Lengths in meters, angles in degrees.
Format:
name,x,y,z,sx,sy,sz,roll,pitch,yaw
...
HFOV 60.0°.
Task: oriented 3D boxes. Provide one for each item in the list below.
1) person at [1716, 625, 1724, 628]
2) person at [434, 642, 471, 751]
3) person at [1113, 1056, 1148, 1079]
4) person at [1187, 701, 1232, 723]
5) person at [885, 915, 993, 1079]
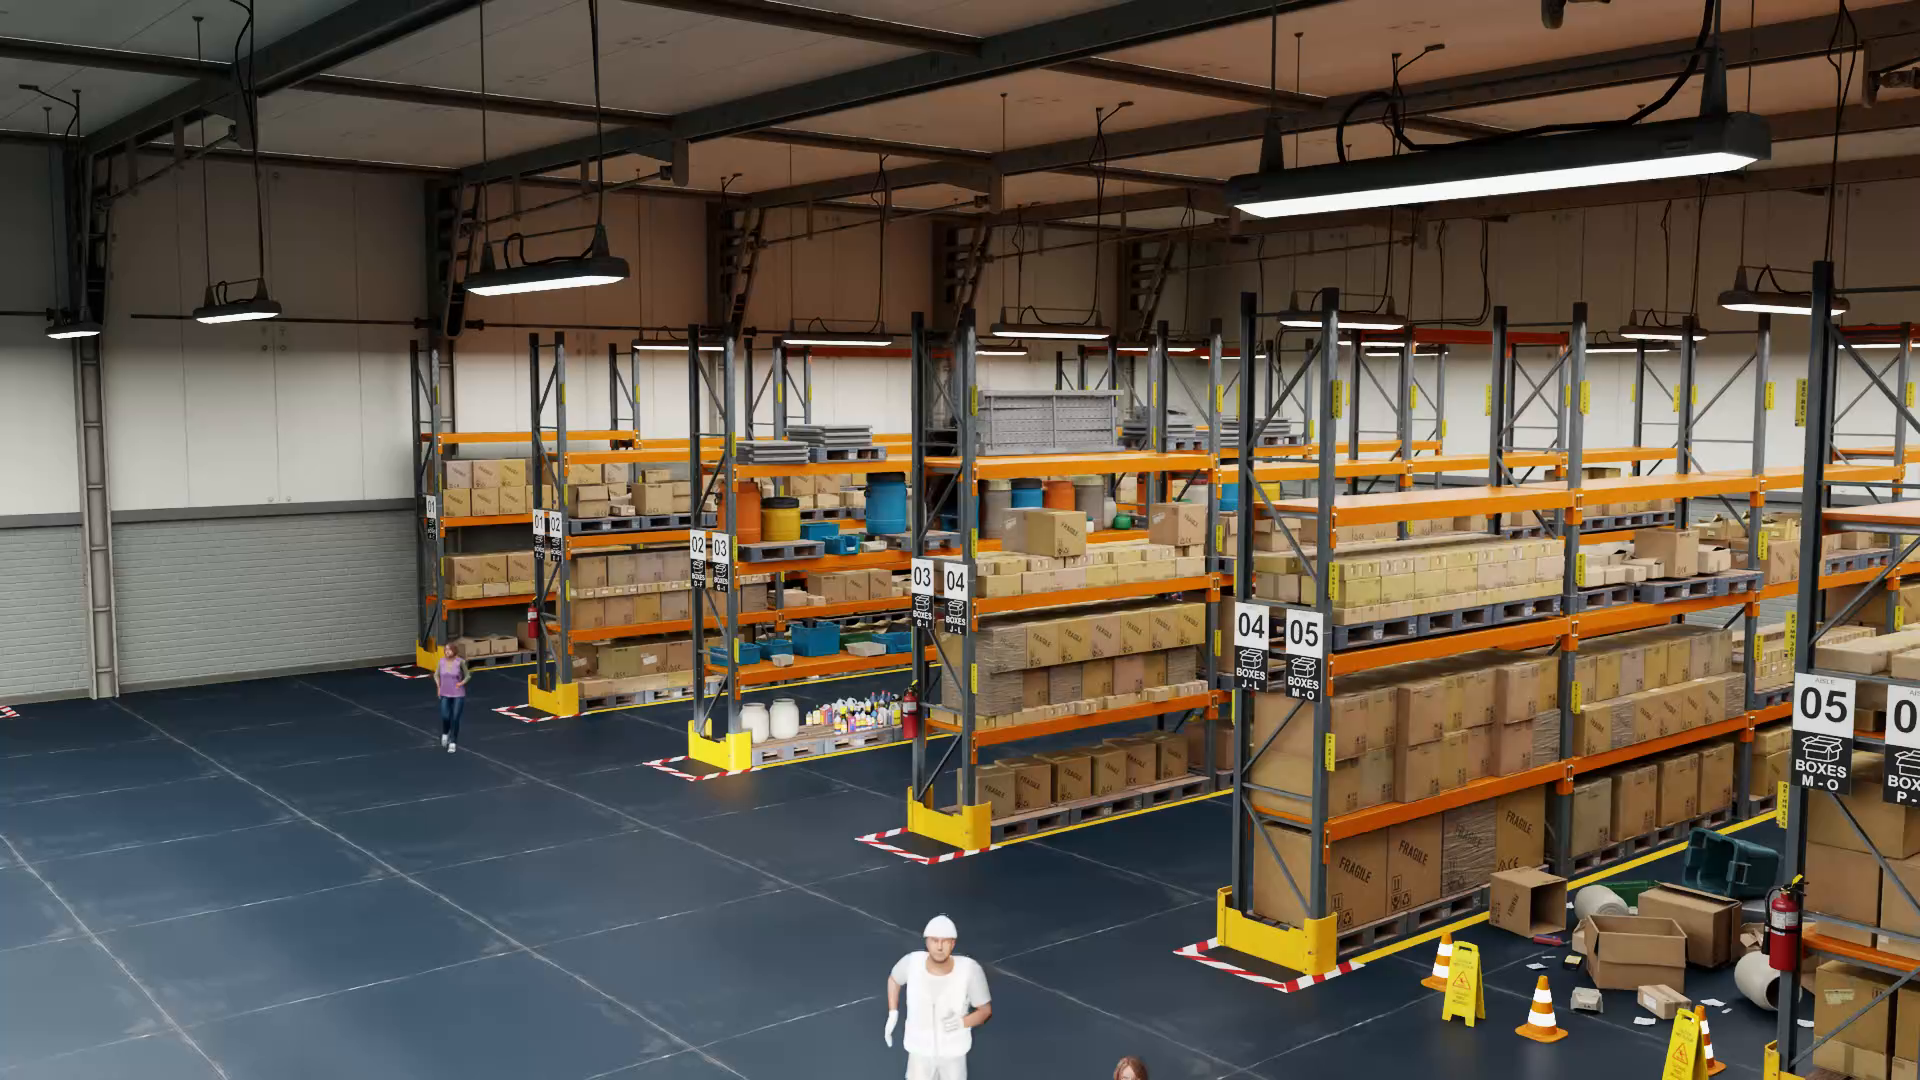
name,x,y,z,sx,sy,sz,roll,pitch,yaw
person,10.817,2.107,23.648,0.715,1.785,0.671,-4,7,-36
person,-7.169,2.219,23.459,0.521,1.567,0.540,-1,5,-9
person,0.917,3.560,9.025,0.533,1.549,0.563,1,5,7
person,3.659,1.785,24.179,0.917,1.791,0.710,-4,7,-39
person,-0.138,3.288,10.623,0.690,1.836,0.790,0,5,0
